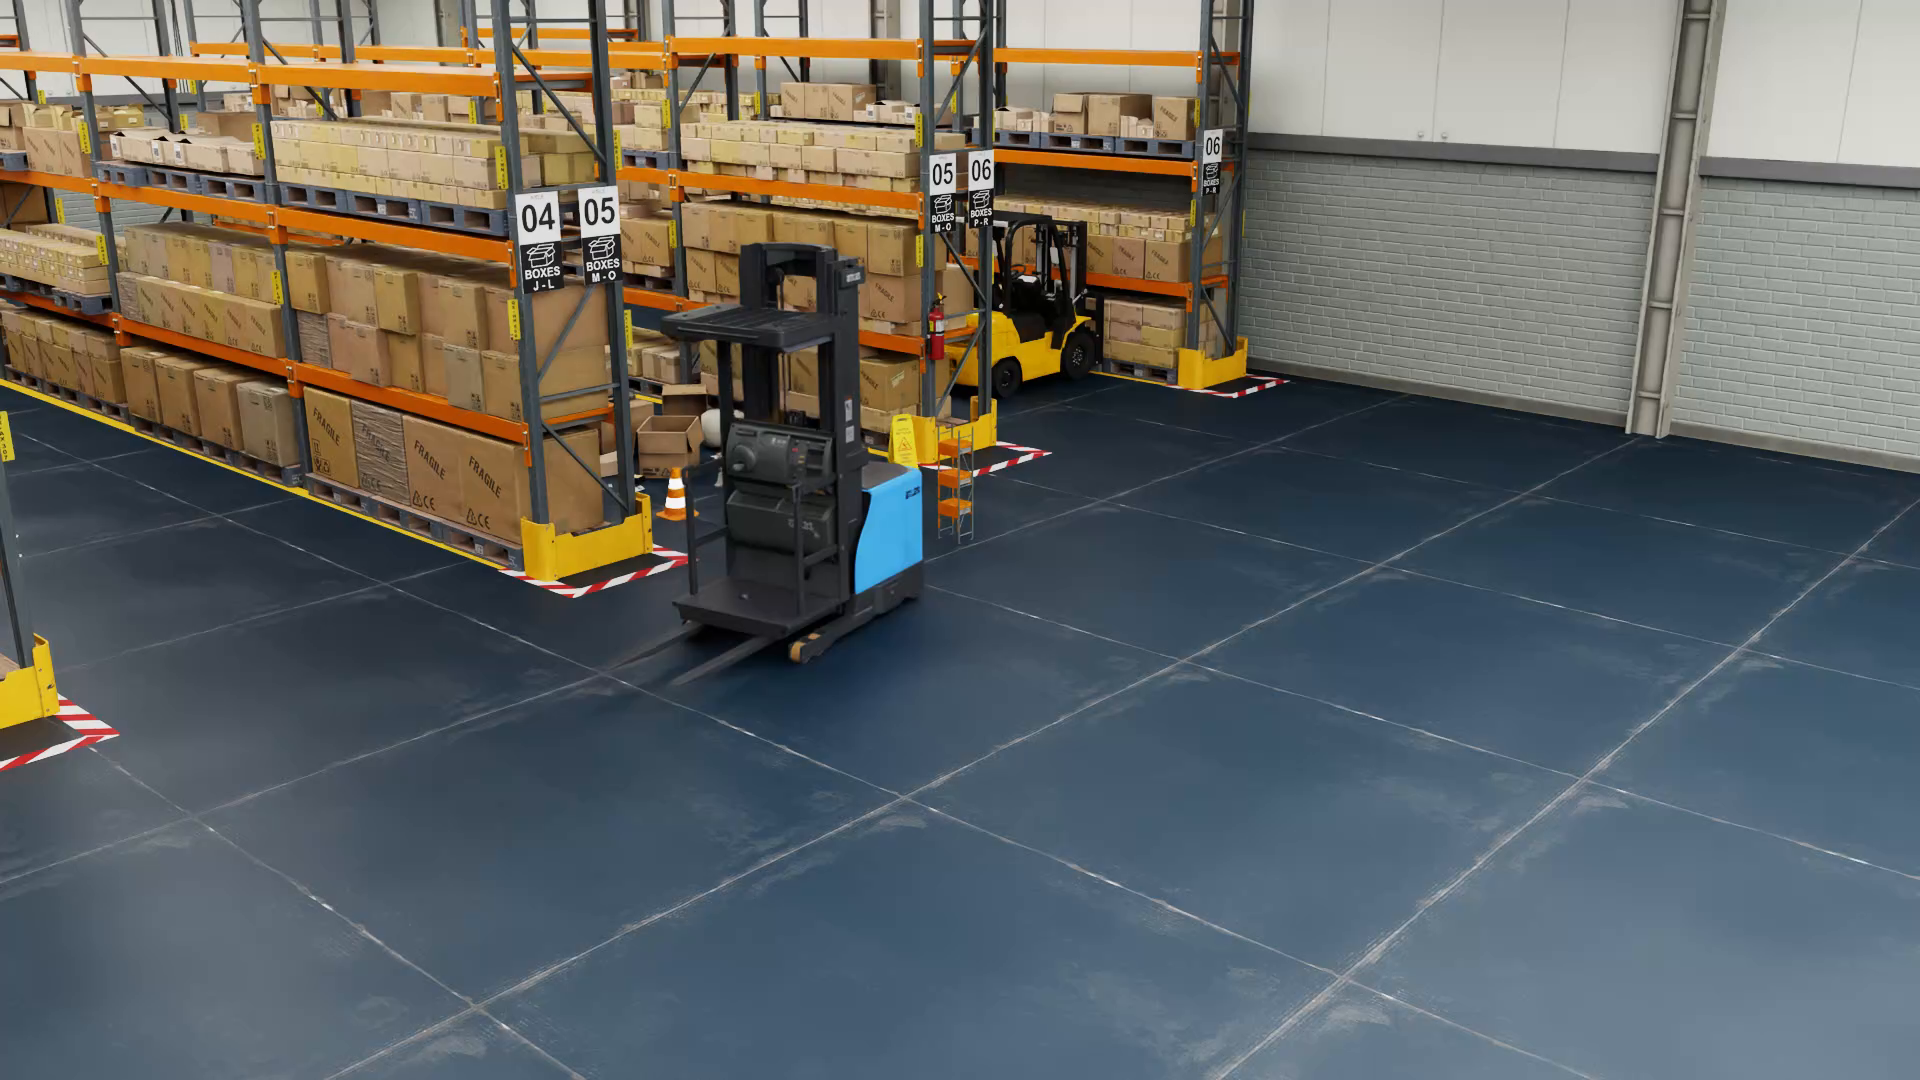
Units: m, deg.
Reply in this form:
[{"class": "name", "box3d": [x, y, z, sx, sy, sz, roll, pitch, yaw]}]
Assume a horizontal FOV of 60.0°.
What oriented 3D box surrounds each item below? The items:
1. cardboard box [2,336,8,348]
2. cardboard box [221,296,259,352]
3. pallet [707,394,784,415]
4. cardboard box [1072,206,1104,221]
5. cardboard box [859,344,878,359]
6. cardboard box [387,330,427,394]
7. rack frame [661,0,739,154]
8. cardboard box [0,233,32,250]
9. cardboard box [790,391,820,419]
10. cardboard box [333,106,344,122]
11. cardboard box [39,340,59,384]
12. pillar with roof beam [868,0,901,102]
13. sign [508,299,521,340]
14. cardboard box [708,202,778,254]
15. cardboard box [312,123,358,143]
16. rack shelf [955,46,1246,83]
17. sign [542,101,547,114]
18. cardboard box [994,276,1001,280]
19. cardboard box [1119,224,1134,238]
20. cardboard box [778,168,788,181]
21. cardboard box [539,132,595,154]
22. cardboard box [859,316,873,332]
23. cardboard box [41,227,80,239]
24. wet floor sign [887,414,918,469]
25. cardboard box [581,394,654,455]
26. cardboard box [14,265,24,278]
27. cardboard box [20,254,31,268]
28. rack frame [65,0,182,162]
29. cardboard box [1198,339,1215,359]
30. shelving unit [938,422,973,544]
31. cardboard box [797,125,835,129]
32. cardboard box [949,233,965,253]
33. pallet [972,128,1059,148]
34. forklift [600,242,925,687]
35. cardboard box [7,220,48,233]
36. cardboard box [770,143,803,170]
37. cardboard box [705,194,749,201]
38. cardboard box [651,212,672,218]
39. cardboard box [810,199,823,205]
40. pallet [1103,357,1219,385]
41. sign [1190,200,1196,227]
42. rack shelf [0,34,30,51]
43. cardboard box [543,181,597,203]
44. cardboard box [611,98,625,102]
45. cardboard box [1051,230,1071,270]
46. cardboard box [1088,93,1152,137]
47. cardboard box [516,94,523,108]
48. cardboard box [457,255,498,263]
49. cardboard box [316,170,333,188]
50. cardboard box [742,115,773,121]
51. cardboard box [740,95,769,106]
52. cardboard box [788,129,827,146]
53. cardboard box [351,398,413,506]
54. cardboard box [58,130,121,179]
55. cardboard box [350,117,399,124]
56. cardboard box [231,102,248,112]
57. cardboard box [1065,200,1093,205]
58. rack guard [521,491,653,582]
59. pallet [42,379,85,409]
[{"class": "cardboard box", "box3d": [-12.662, -2.625, 21.952, 0.250, 0.149, 0.380, 16, 23, 40]}, {"class": "cardboard box", "box3d": [-7.177, -2.238, 17.039, 0.500, 0.500, 0.500, 15, 23, 39]}, {"class": "pallet", "box3d": [-2.496, -1.729, 20.210, 1.213, 0.211, 1.003, 15, 23, 39]}, {"class": "cardboard box", "box3d": [1.703, -4.335, 22.082, 0.250, 0.149, 0.380, 15, 23, 40]}, {"class": "cardboard box", "box3d": [-1.121, -2.098, 18.303, 0.250, 0.149, 0.380, 16, 24, 41]}, {"class": "cardboard box", "box3d": [-4.733, -1.720, 15.326, 0.500, 0.550, 0.875, 15, 23, 39]}, {"class": "rack frame", "box3d": [-3.021, -6.044, 19.280, 0.127, 3.000, 1.000, 15, 23, 39]}, {"class": "cardboard box", "box3d": [-11.638, -3.674, 20.468, 0.250, 0.149, 0.380, 15, 23, 39]}, {"class": "cardboard box", "box3d": [-1.590, -1.582, 18.990, 0.500, 0.250, 0.500, 14, 22, 37]}, {"class": "cardboard box", "box3d": [-8.863, -6.177, 24.186, 0.258, 0.266, 0.396, 15, 23, 39]}, {"class": "cardboard box", "box3d": [-11.041, -2.243, 20.659, 0.500, 0.500, 0.500, 16, 23, 40]}, {"class": "pillar with roof beam", "box3d": [-4.005, -6.939, 22.101, 0.400, 9.000, 9.100, 15, 23, 39]}, {"class": "sign", "box3d": [-3.610, -1.786, 13.475, 0.005, 0.325, 0.100, 15, 23, 39]}, {"class": "cardboard box", "box3d": [-2.469, -3.606, 19.205, 0.500, 0.500, 0.700, 15, 23, 40]}, {"class": "cardboard box", "box3d": [-5.614, -3.680, 15.026, 0.250, 0.149, 0.380, 15, 23, 38]}, {"class": "rack shelf", "box3d": [1.766, -6.233, 21.725, 4.000, 0.370, 1.077, 15, 23, 39]}, {"class": "sign", "box3d": [-5.651, -5.786, 22.572, 0.005, 0.325, 0.100, 15, 23, 39]}, {"class": "cardboard box", "box3d": [0.767, -3.620, 23.756, 0.500, 0.250, 0.500, 16, 23, 40]}, {"class": "cardboard box", "box3d": [2.275, -4.031, 21.618, 0.250, 0.149, 0.380, 15, 23, 39]}, {"class": "cardboard box", "box3d": [-1.796, -4.066, 18.422, 0.250, 0.149, 0.380, 15, 23, 40]}, {"class": "cardboard box", "box3d": [-3.278, -3.318, 13.887, 0.250, 0.149, 0.380, 15, 23, 40]}, {"class": "cardboard box", "box3d": [-0.892, -2.371, 18.038, 0.250, 0.149, 0.380, 15, 23, 38]}, {"class": "cardboard box", "box3d": [-11.392, -3.872, 21.092, 0.250, 0.149, 0.380, 14, 22, 38]}, {"class": "wet floor sign", "box3d": [-0.598, -0.979, 17.130, 0.267, 0.644, 0.232, -9, 20, -27]}, {"class": "cardboard box", "box3d": [-3.729, -1.222, 17.906, 0.503, 0.637, 0.797, 15, 23, 39]}, {"class": "cardboard box", "box3d": [-11.245, -3.287, 20.231, 0.250, 0.149, 0.380, 15, 23, 38]}, {"class": "cardboard box", "box3d": [-11.054, -3.376, 20.021, 0.250, 0.149, 0.380, 14, 23, 38]}, {"class": "rack frame", "box3d": [-9.223, -5.707, 18.218, 0.127, 3.000, 1.000, 15, 23, 39]}, {"class": "cardboard box", "box3d": [3.025, -2.538, 22.001, 0.500, 0.250, 0.500, 15, 23, 39]}, {"class": "shelving unit", "box3d": [-0.040, -0.511, 14.987, 0.252, 1.050, 0.215, 15, 23, 39]}, {"class": "cardboard box", "box3d": [-1.624, -4.615, 18.834, 0.250, 0.149, 0.380, 15, 23, 40]}, {"class": "cardboard box", "box3d": [-0.280, -4.279, 23.884, 0.500, 0.250, 0.500, 16, 23, 40]}, {"class": "pallet", "box3d": [0.926, -5.531, 22.767, 1.213, 0.211, 1.003, 15, 23, 39]}, {"class": "forklift", "box3d": [-1.462, -0.640, 12.284, 1.130, 2.935, 3.031, 10, 20, 28]}, {"class": "cardboard box", "box3d": [-12.418, -3.997, 22.089, 0.500, 0.500, 0.500, 15, 23, 38]}, {"class": "cardboard box", "box3d": [-1.737, -4.229, 18.274, 0.500, 0.250, 0.500, 15, 23, 40]}, {"class": "cardboard box", "box3d": [-3.725, -5.379, 26.655, 0.500, 0.250, 0.500, 14, 22, 37]}, {"class": "cardboard box", "box3d": [-3.557, -3.834, 20.882, 0.500, 0.500, 0.500, 15, 23, 39]}, {"class": "cardboard box", "box3d": [-2.065, -5.189, 25.266, 0.250, 0.149, 0.380, 15, 23, 40]}, {"class": "pallet", "box3d": [2.663, -2.320, 22.074, 1.213, 0.211, 1.003, 15, 23, 39]}, {"class": "sign", "box3d": [2.892, -4.050, 20.609, 0.005, 0.325, 0.100, 15, 23, 39]}, {"class": "rack shelf", "box3d": [-13.711, -6.567, 22.123, 4.000, 0.370, 1.077, 15, 23, 39]}, {"class": "cardboard box", "box3d": [-3.283, -2.941, 14.015, 0.250, 0.149, 0.380, 15, 23, 40]}, {"class": "cardboard box", "box3d": [-5.583, -7.263, 27.635, 0.250, 0.149, 0.380, 15, 23, 40]}, {"class": "cardboard box", "box3d": [1.571, -3.900, 22.276, 0.500, 0.500, 0.500, 15, 23, 40]}, {"class": "cardboard box", "box3d": [2.070, -5.493, 21.476, 0.500, 0.500, 0.700, 15, 23, 40]}, {"class": "cardboard box", "box3d": [-7.786, -7.864, 29.730, 0.500, 0.250, 0.500, 14, 22, 38]}, {"class": "cardboard box", "box3d": [-6.564, -3.959, 22.876, 0.500, 0.250, 0.500, 14, 22, 37]}, {"class": "cardboard box", "box3d": [-5.617, -3.300, 15.148, 0.250, 0.149, 0.380, 15, 23, 38]}, {"class": "cardboard box", "box3d": [-3.266, -6.518, 25.980, 0.500, 0.250, 0.500, 14, 22, 37]}, {"class": "cardboard box", "box3d": [-3.175, -6.804, 25.730, 0.250, 0.149, 0.380, 16, 24, 41]}, {"class": "cardboard box", "box3d": [-1.648, -4.373, 18.070, 0.250, 0.149, 0.380, 16, 23, 41]}, {"class": "cardboard box", "box3d": [-5.131, -0.910, 15.837, 0.875, 0.875, 0.875, 15, 23, 40]}, {"class": "cardboard box", "box3d": [-9.819, -4.382, 18.837, 0.500, 0.500, 0.500, 15, 23, 39]}, {"class": "cardboard box", "box3d": [-5.557, -3.930, 15.816, 0.250, 0.149, 0.380, 15, 23, 39]}, {"class": "cardboard box", "box3d": [-11.335, -6.881, 26.433, 0.250, 0.149, 0.380, 16, 24, 41]}, {"class": "cardboard box", "box3d": [1.646, -4.547, 22.751, 0.250, 0.149, 0.380, 15, 23, 39]}, {"class": "rack guard", "box3d": [-3.222, -0.045, 14.427, 0.348, 0.500, 1.175, 15, 23, 39]}, {"class": "pallet", "box3d": [-10.715, -1.921, 20.815, 1.213, 0.211, 1.003, 15, 23, 39]}]
